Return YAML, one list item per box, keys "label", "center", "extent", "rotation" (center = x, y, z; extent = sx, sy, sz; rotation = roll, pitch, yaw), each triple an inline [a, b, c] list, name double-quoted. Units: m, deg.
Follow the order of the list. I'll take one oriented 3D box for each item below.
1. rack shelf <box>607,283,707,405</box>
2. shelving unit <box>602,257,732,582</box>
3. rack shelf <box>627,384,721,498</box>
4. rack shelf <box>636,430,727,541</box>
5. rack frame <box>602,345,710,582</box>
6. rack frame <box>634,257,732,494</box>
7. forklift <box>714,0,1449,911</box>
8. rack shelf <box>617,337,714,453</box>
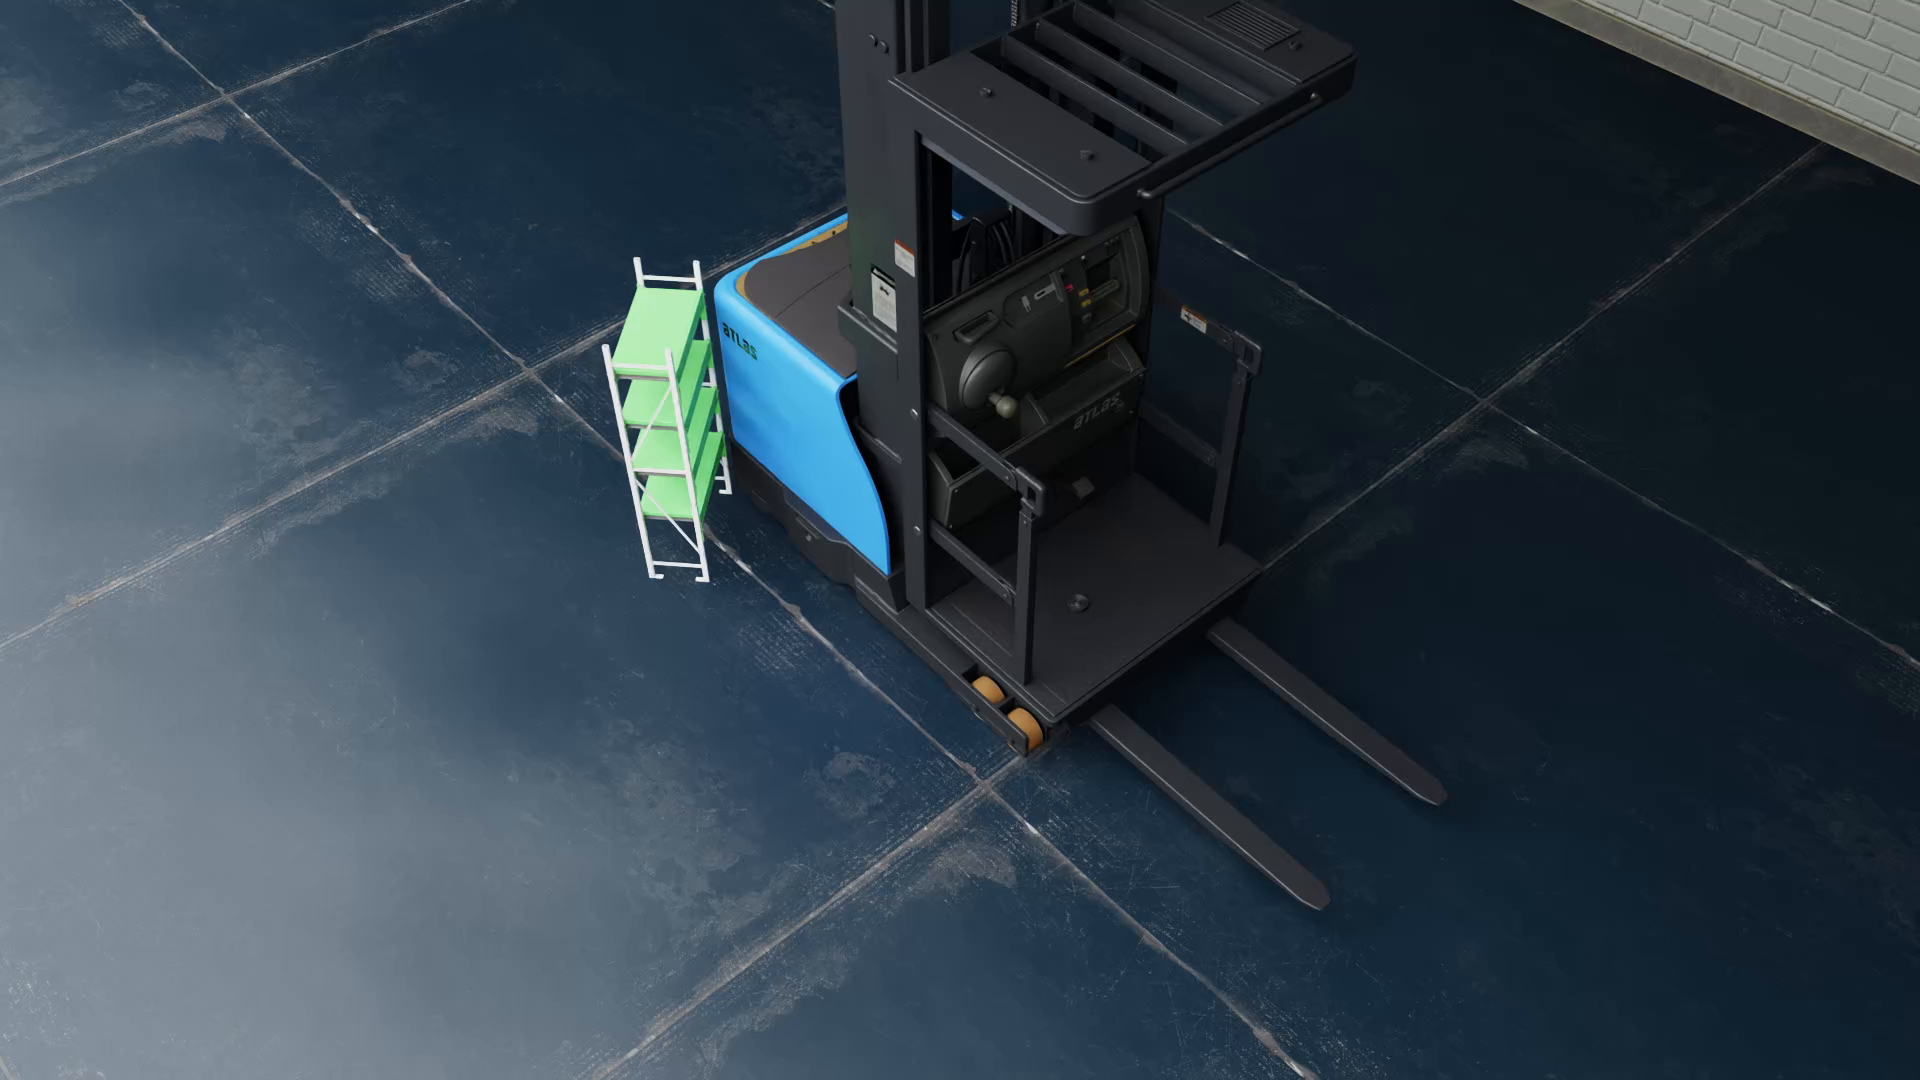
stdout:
- label: "rack shelf"
  center: [-1.091, -0.715, 6.027]
  extent: [0.258, 0.148, 0.480]
  rotation: [4, 47, 4]
- label: "shelving unit"
  center: [-1.091, -0.433, 6.333]
  extent: [0.258, 1.200, 0.503]
  rotation: [4, 47, 4]
- label: "rack shelf"
  center: [-1.091, -0.389, 6.380]
  extent: [0.258, 0.148, 0.480]
  rotation: [4, 47, 4]
- label: "rack shelf"
  center: [-1.091, -0.227, 6.556]
  extent: [0.258, 0.148, 0.480]
  rotation: [4, 47, 4]
- label: "rack frame"
  center: [-1.113, -0.254, 6.168]
  extent: [0.240, 1.200, 0.015]
  rotation: [4, 47, 4]
- label: "rack frame"
  center: [-1.069, -0.611, 6.498]
  extent: [0.240, 1.200, 0.015]
  rotation: [4, 47, 4]
- label: "forklift"
  center: [0.413, -0.648, 5.353]
  extent: [1.130, 2.935, 3.031]
  rotation: [-33, 55, -27]
- label: "rack shelf"
  center: [-1.091, -0.552, 6.203]
  extent: [0.258, 0.148, 0.480]
  rotation: [4, 47, 4]
